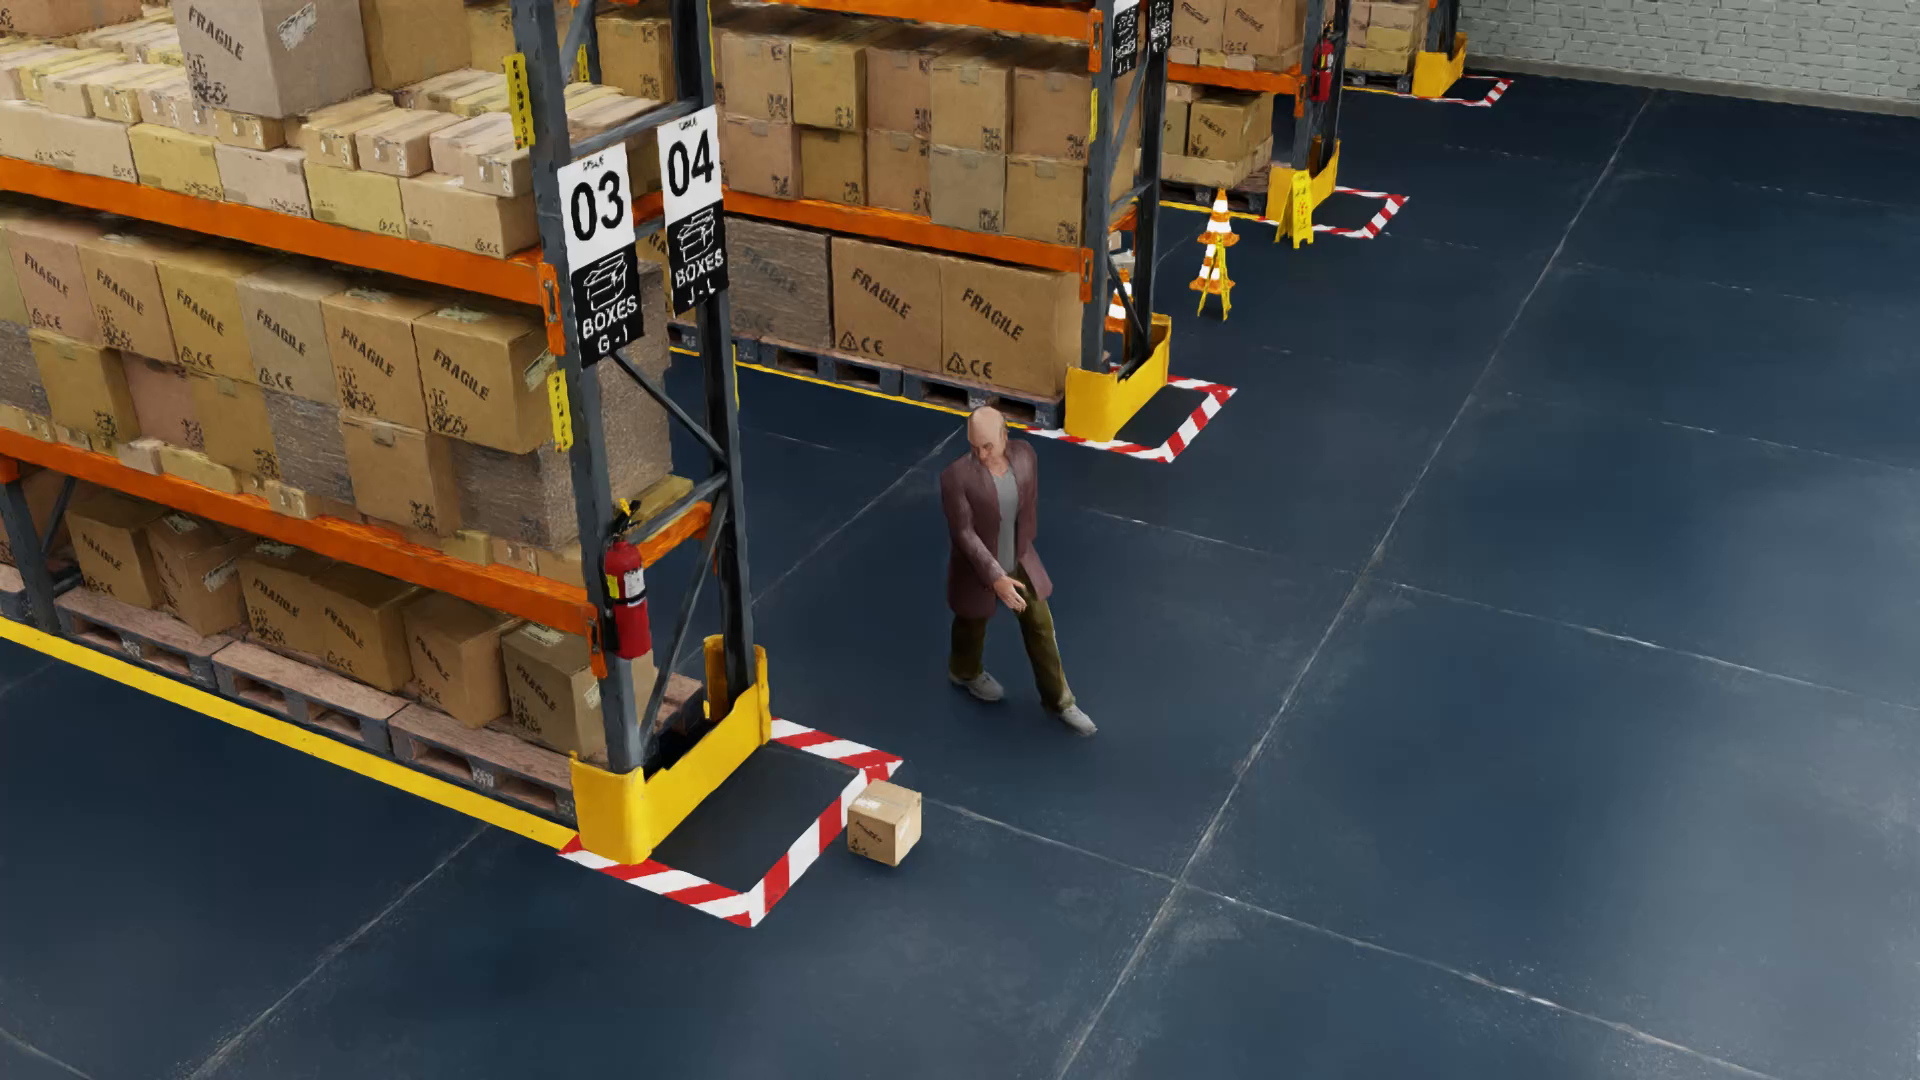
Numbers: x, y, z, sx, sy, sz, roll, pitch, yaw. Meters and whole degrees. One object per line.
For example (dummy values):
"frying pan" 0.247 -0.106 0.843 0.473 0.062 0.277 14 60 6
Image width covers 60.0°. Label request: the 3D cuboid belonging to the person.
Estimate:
"person" 0.216 0.139 8.060 0.610 1.732 0.907 -16 33 -25
